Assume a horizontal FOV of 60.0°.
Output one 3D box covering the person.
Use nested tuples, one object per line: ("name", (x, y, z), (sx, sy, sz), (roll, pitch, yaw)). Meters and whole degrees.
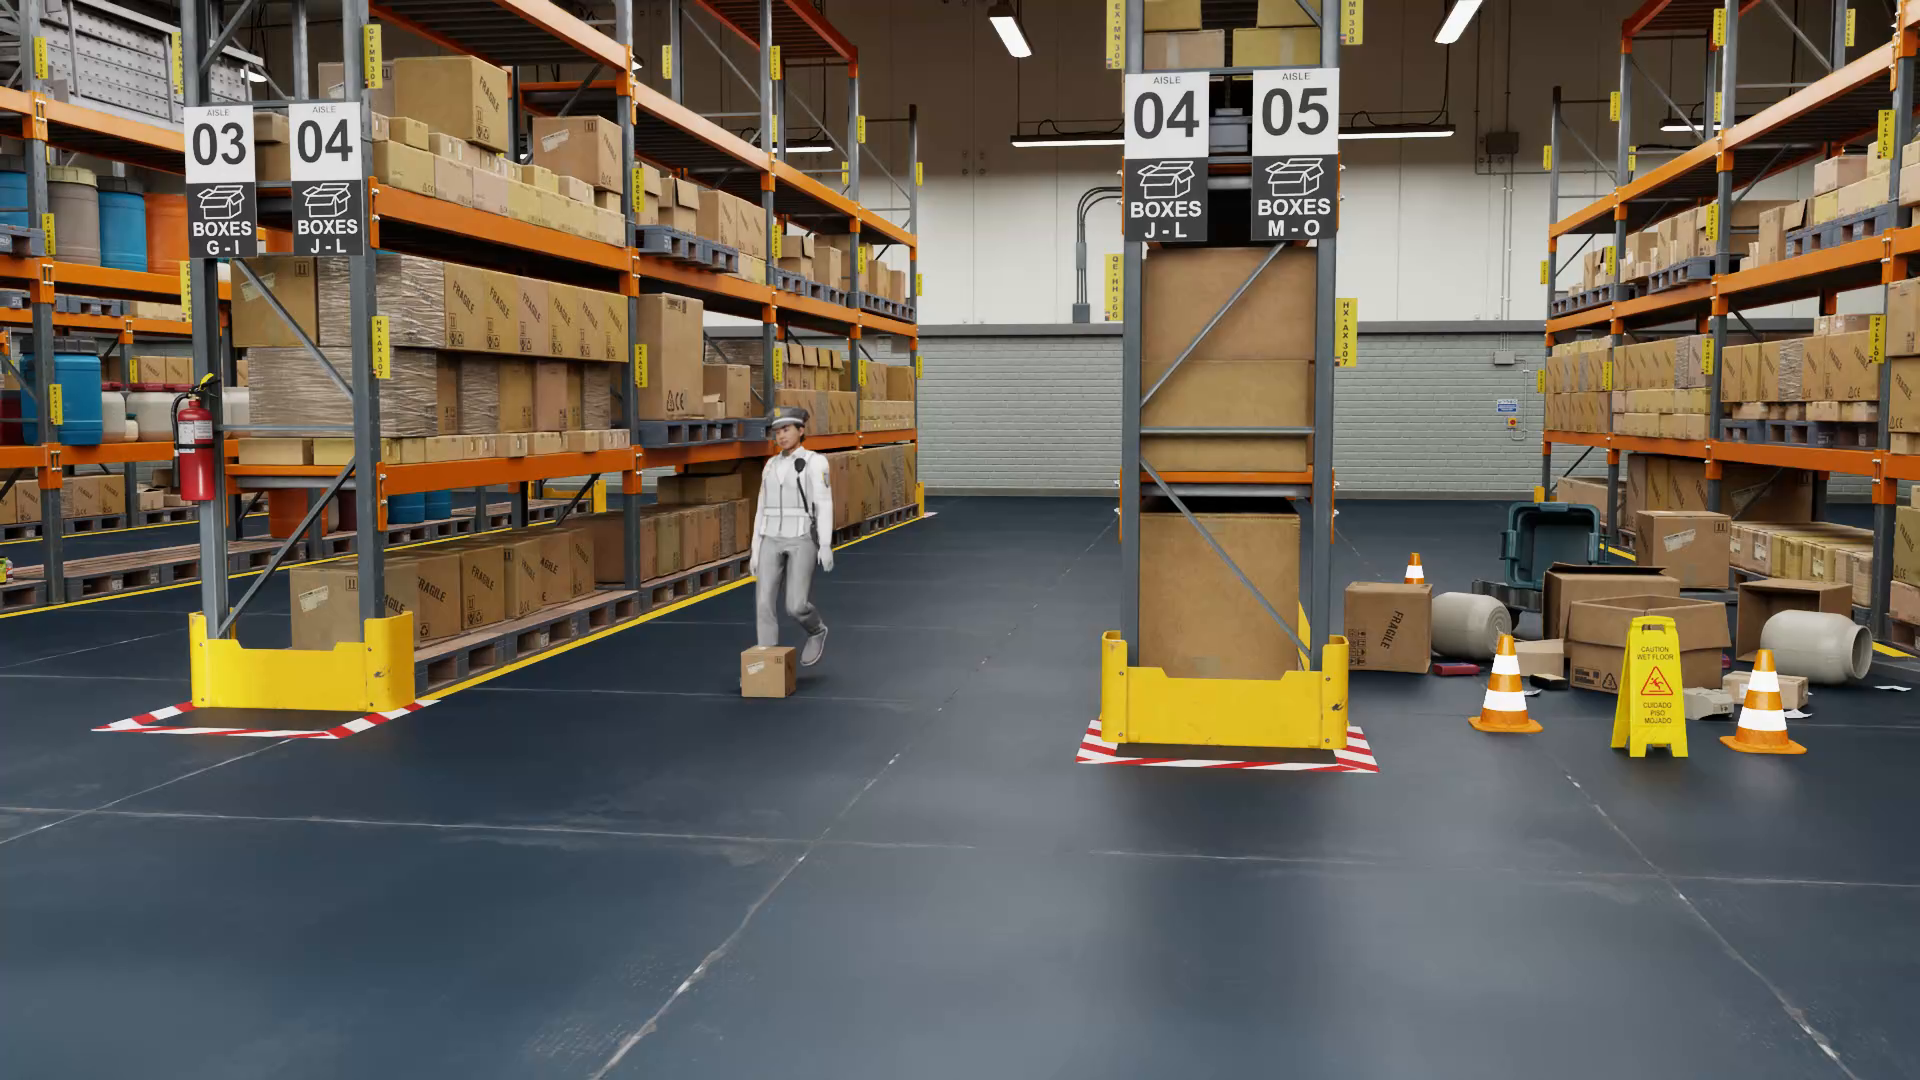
("person", (-1.040, 0.027, 9.732), (0.531, 1.618, 0.746), (2, 5, 22))
